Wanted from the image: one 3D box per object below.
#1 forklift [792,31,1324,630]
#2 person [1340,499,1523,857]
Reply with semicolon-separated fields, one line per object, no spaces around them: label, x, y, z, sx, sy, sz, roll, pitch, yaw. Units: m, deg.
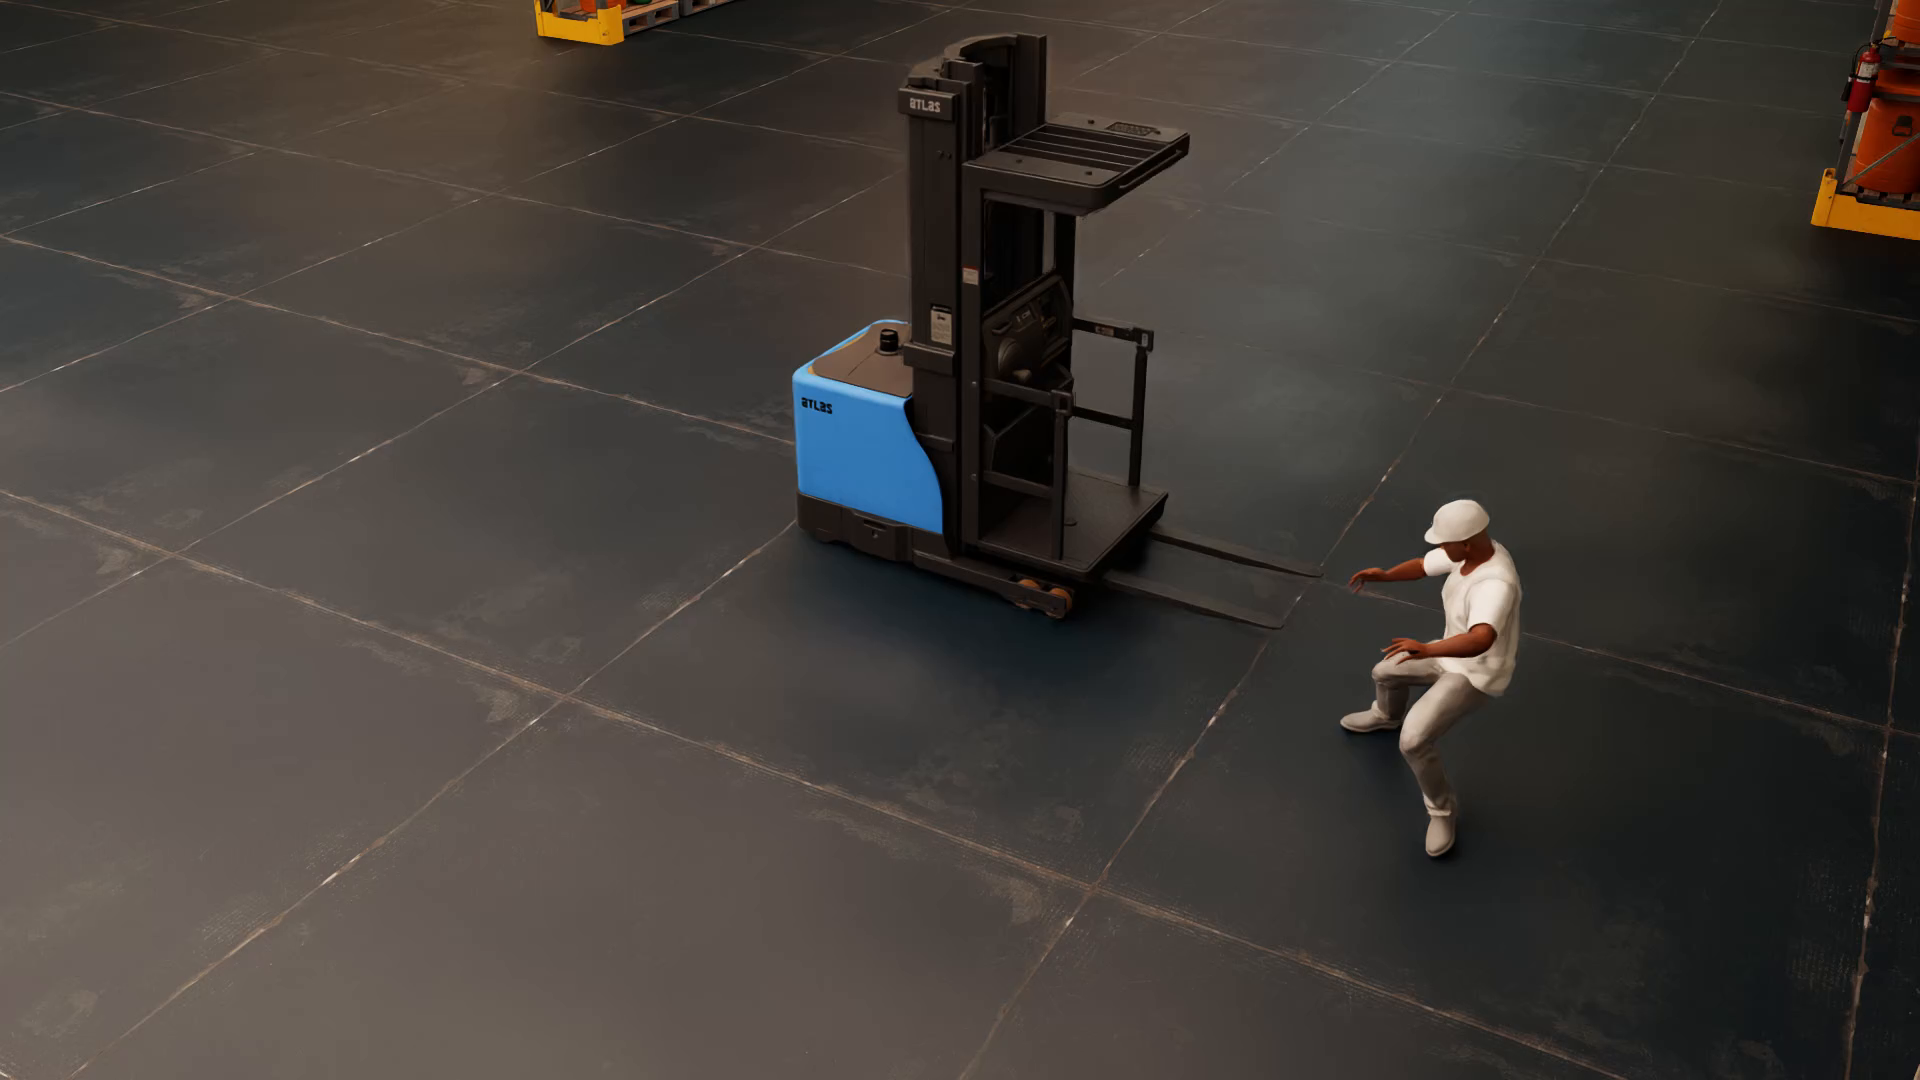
forklift;0.550;-1.136;9.039;3.031;2.935;1.130;16;34;26
person;2.137;0.518;7.580;0.744;1.531;1.099;4;30;6
